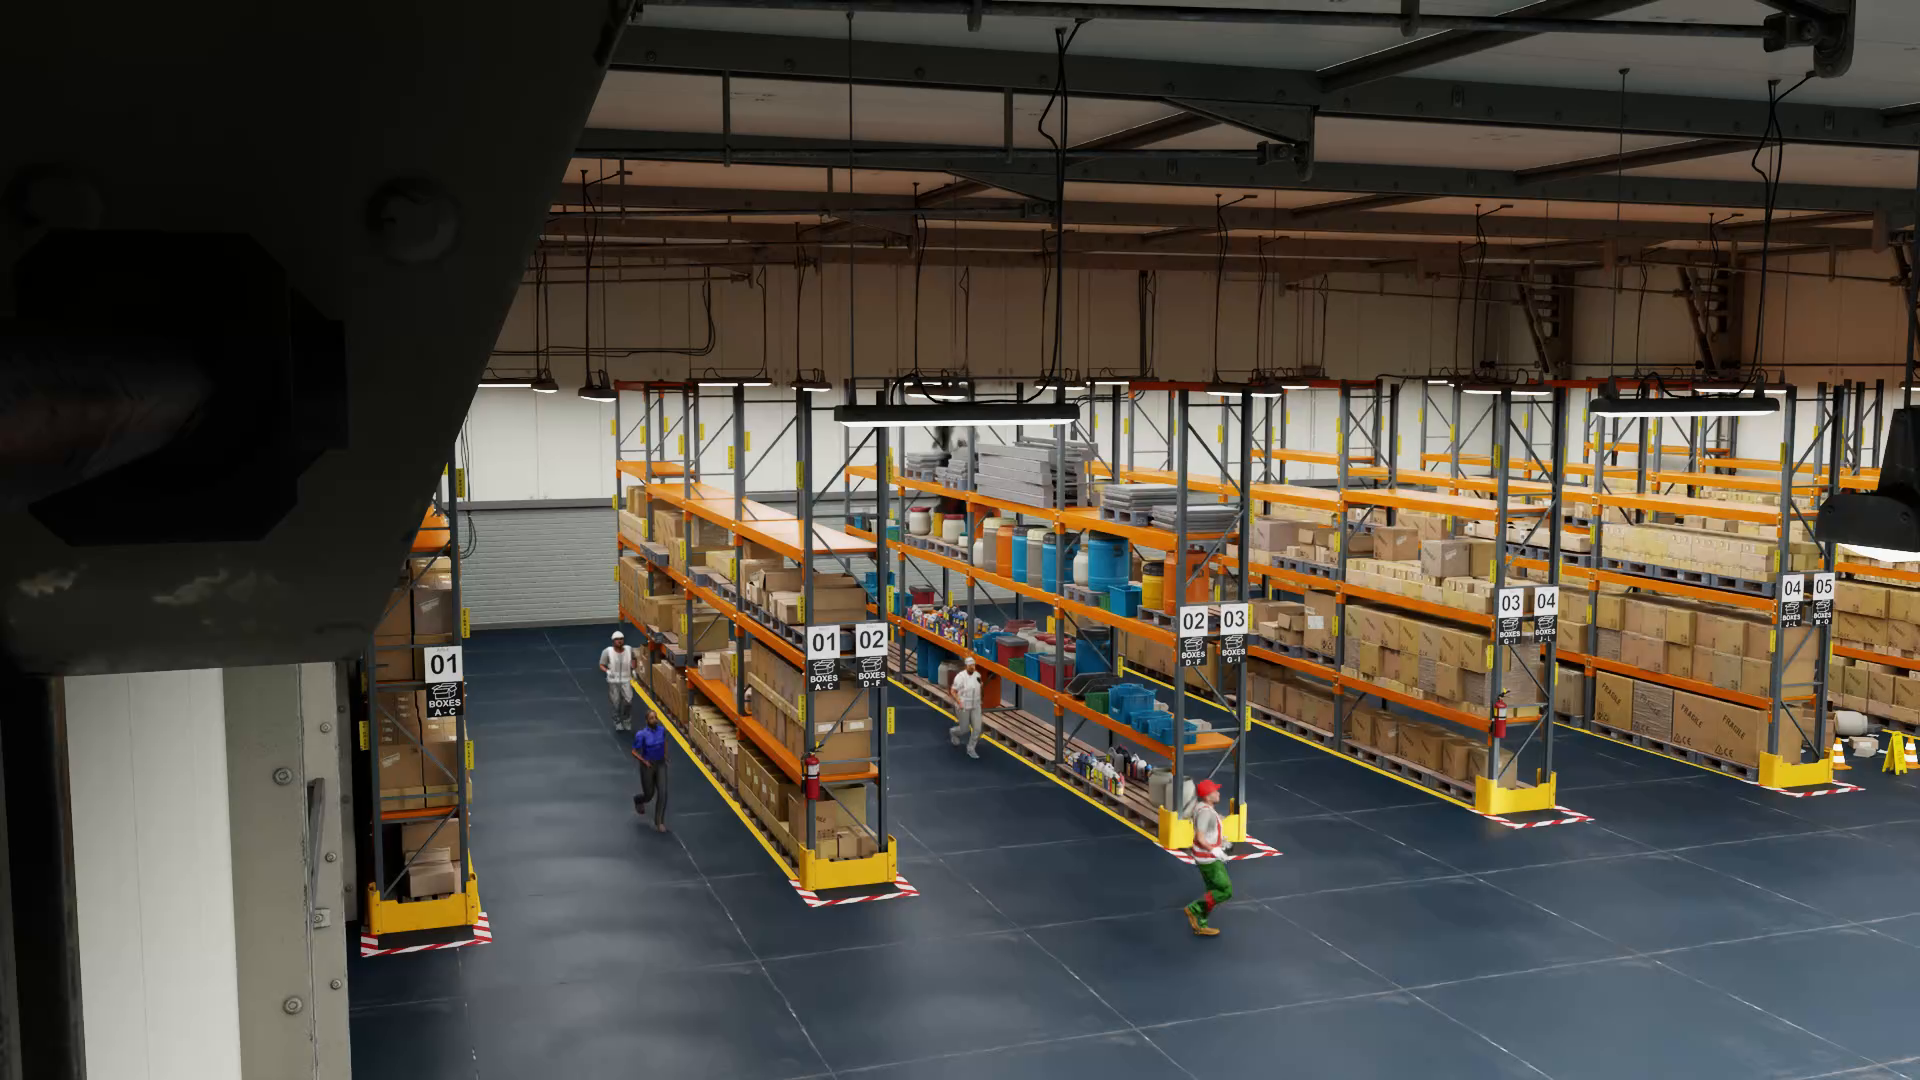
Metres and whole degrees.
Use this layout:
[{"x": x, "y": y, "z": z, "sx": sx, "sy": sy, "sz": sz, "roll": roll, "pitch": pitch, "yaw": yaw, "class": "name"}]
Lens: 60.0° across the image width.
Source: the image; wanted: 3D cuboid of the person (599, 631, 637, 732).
[{"x": -5.836, "y": 2.442, "z": 28.520, "sx": 0.674, "sy": 1.761, "sz": 0.643, "roll": -2, "pitch": 6, "yaw": -19, "class": "person"}]

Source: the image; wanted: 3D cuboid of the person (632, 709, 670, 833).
[{"x": -4.227, "y": 3.130, "z": 22.771, "sx": 0.555, "sy": 1.649, "sz": 0.791, "roll": -4, "pitch": 7, "yaw": -35, "class": "person"}]

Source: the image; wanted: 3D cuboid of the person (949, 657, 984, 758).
[{"x": 0.116, "y": 2.689, "z": 26.974, "sx": 0.595, "sy": 1.627, "sz": 0.643, "roll": -3, "pitch": 7, "yaw": -26, "class": "person"}]

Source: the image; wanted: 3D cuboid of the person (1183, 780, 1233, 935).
[{"x": 2.759, "y": 3.515, "z": 18.421, "sx": 0.580, "sy": 1.738, "sz": 0.633, "roll": 0, "pitch": 6, "yaw": 0, "class": "person"}]
